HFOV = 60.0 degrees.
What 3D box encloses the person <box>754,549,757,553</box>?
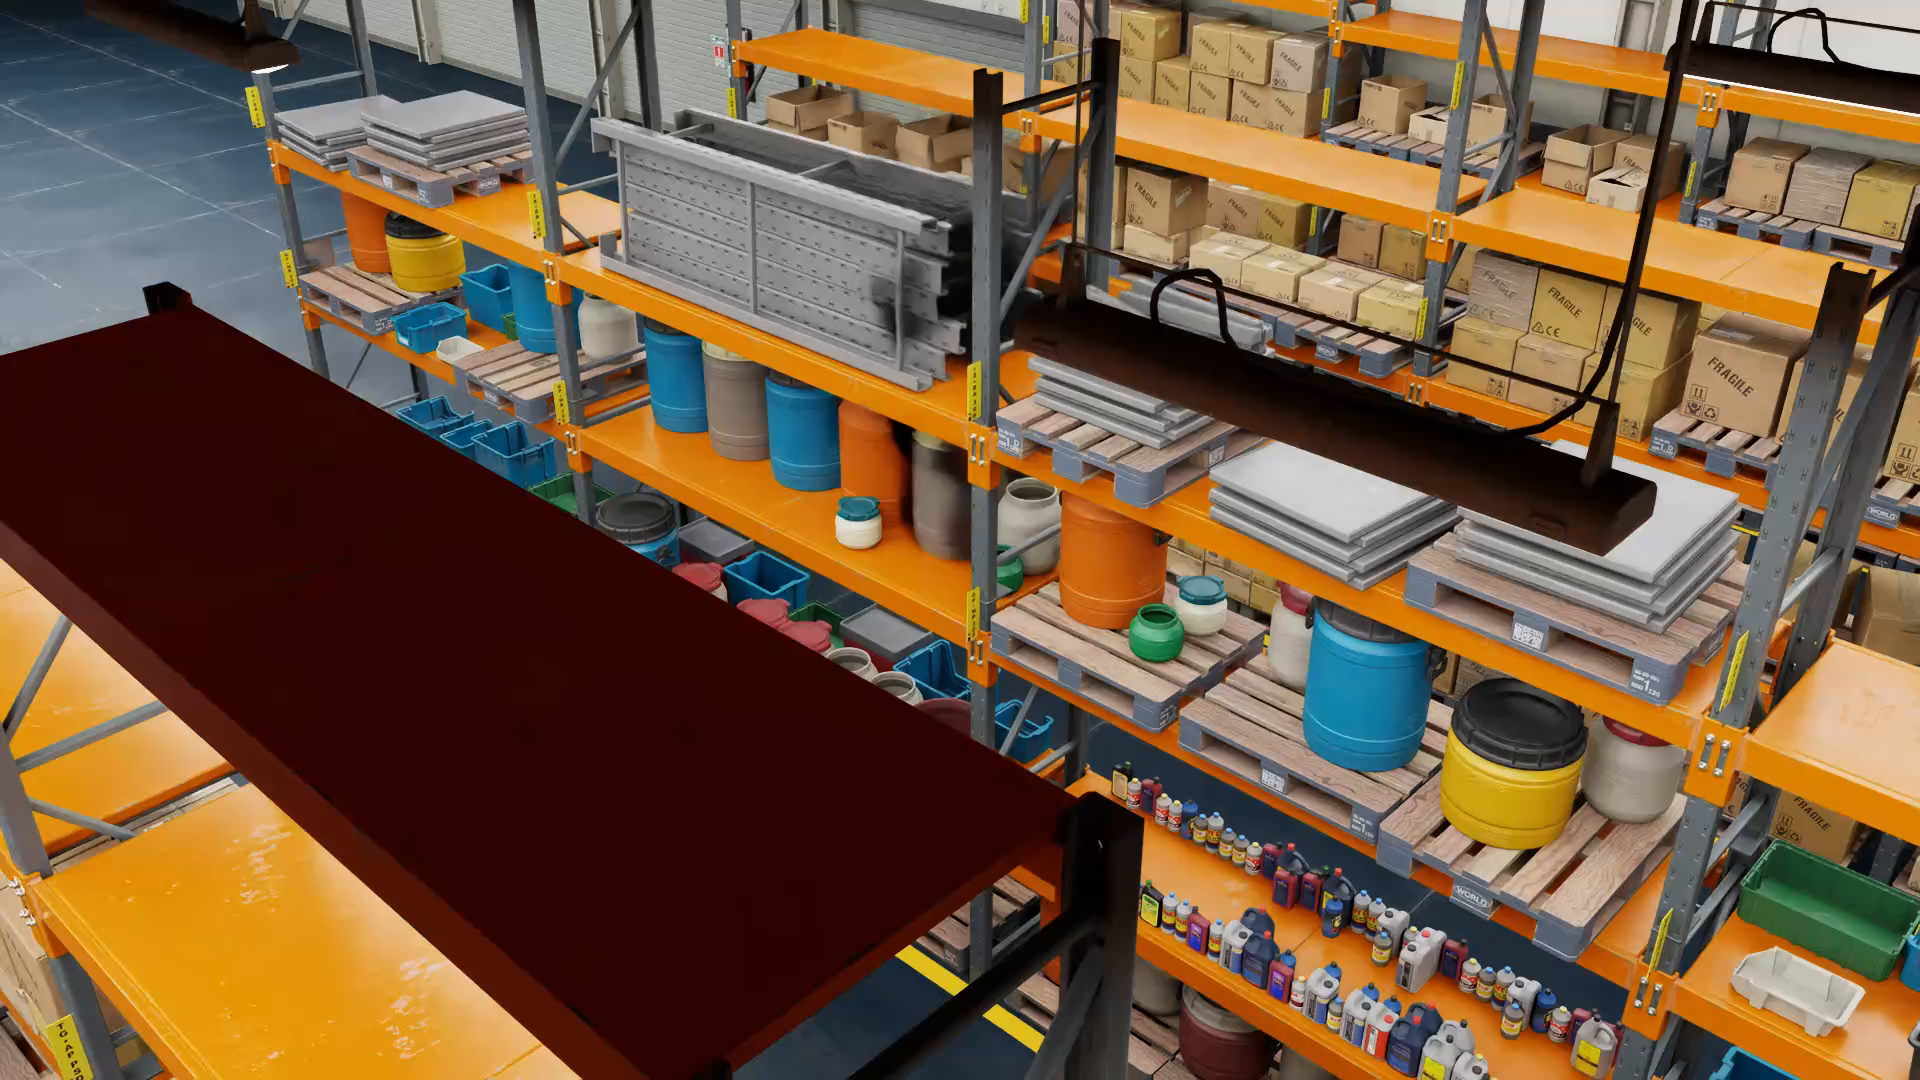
[{"bbox_3d":[-1.896,-0.190,14.728,0.707,1.789,0.641,21,36,32],"label":"person"}]
